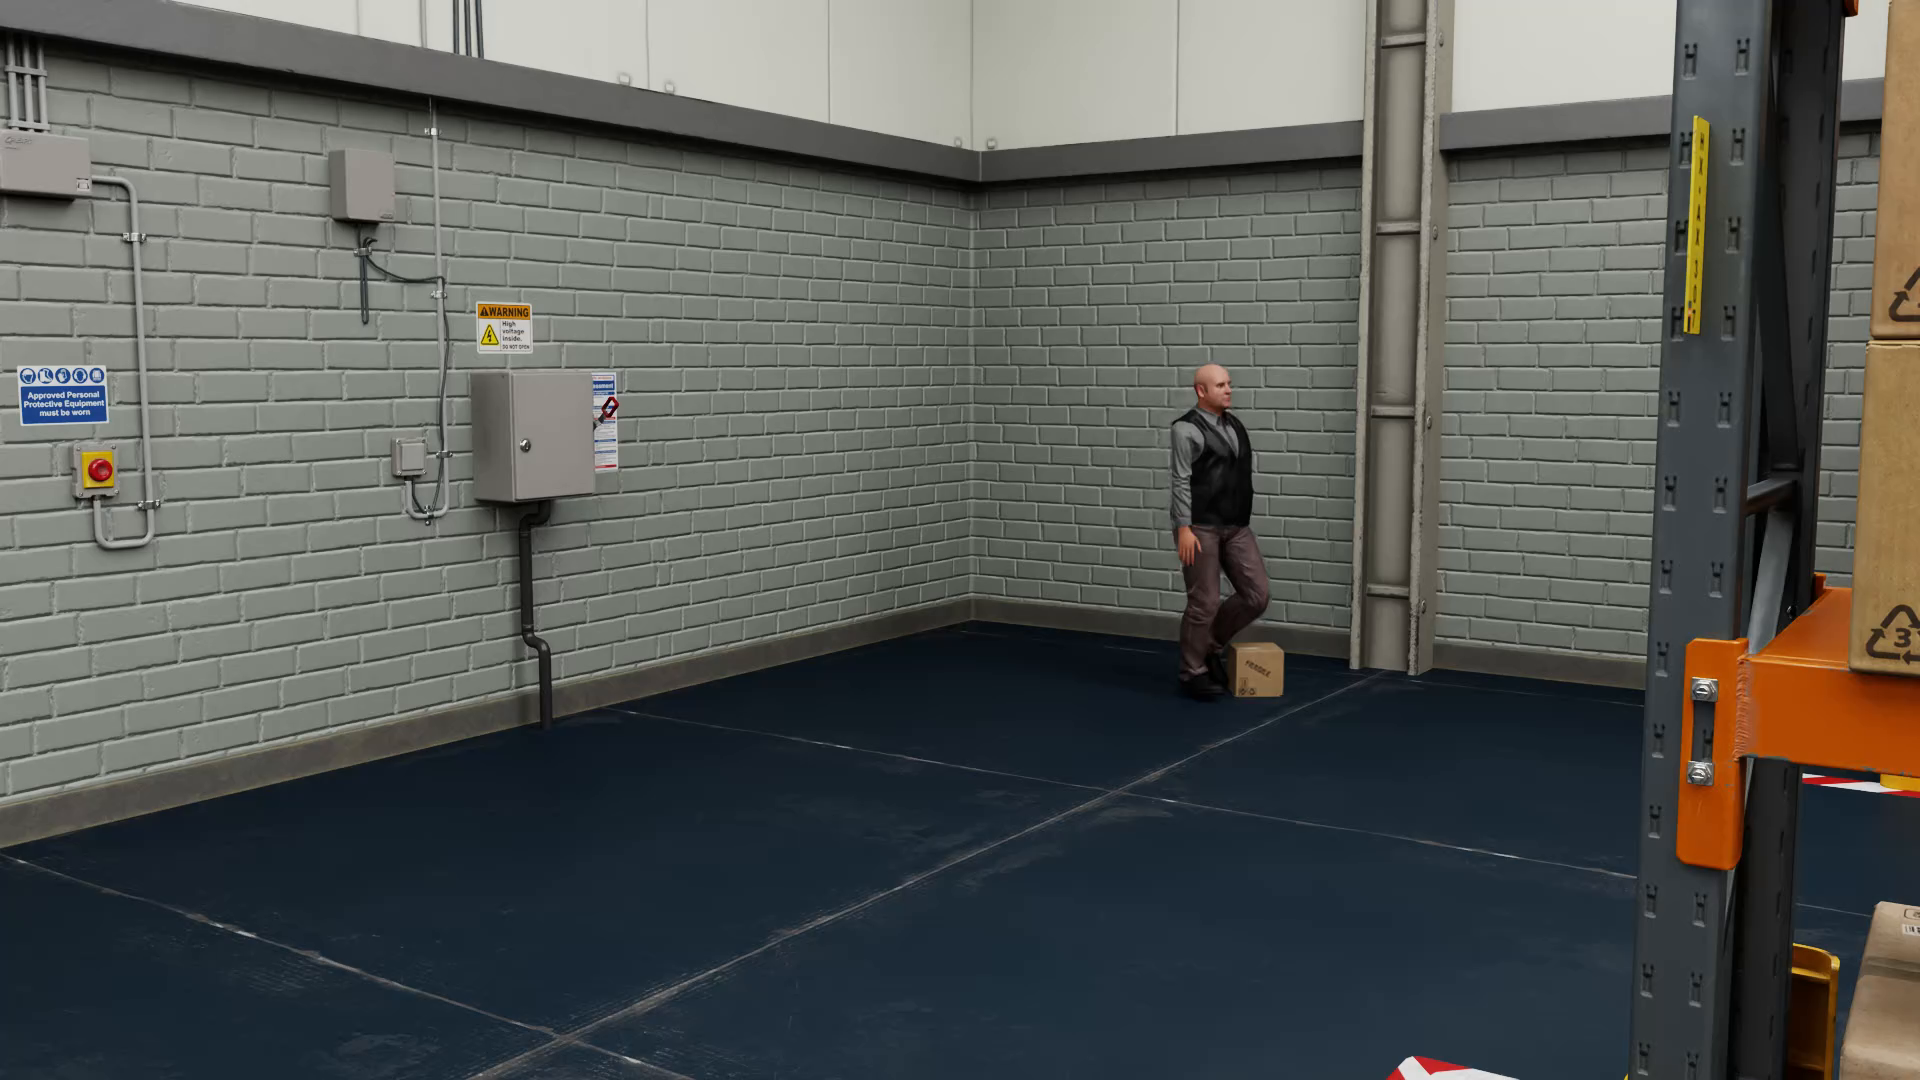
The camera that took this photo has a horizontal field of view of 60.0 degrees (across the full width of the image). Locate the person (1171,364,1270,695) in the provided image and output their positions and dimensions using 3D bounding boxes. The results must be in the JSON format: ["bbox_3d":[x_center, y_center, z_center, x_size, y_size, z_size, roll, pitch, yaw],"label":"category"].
[{"bbox_3d":[1.315,-0.053,8.626,0.560,1.711,0.469,-5,8,-38],"label":"person"}]
